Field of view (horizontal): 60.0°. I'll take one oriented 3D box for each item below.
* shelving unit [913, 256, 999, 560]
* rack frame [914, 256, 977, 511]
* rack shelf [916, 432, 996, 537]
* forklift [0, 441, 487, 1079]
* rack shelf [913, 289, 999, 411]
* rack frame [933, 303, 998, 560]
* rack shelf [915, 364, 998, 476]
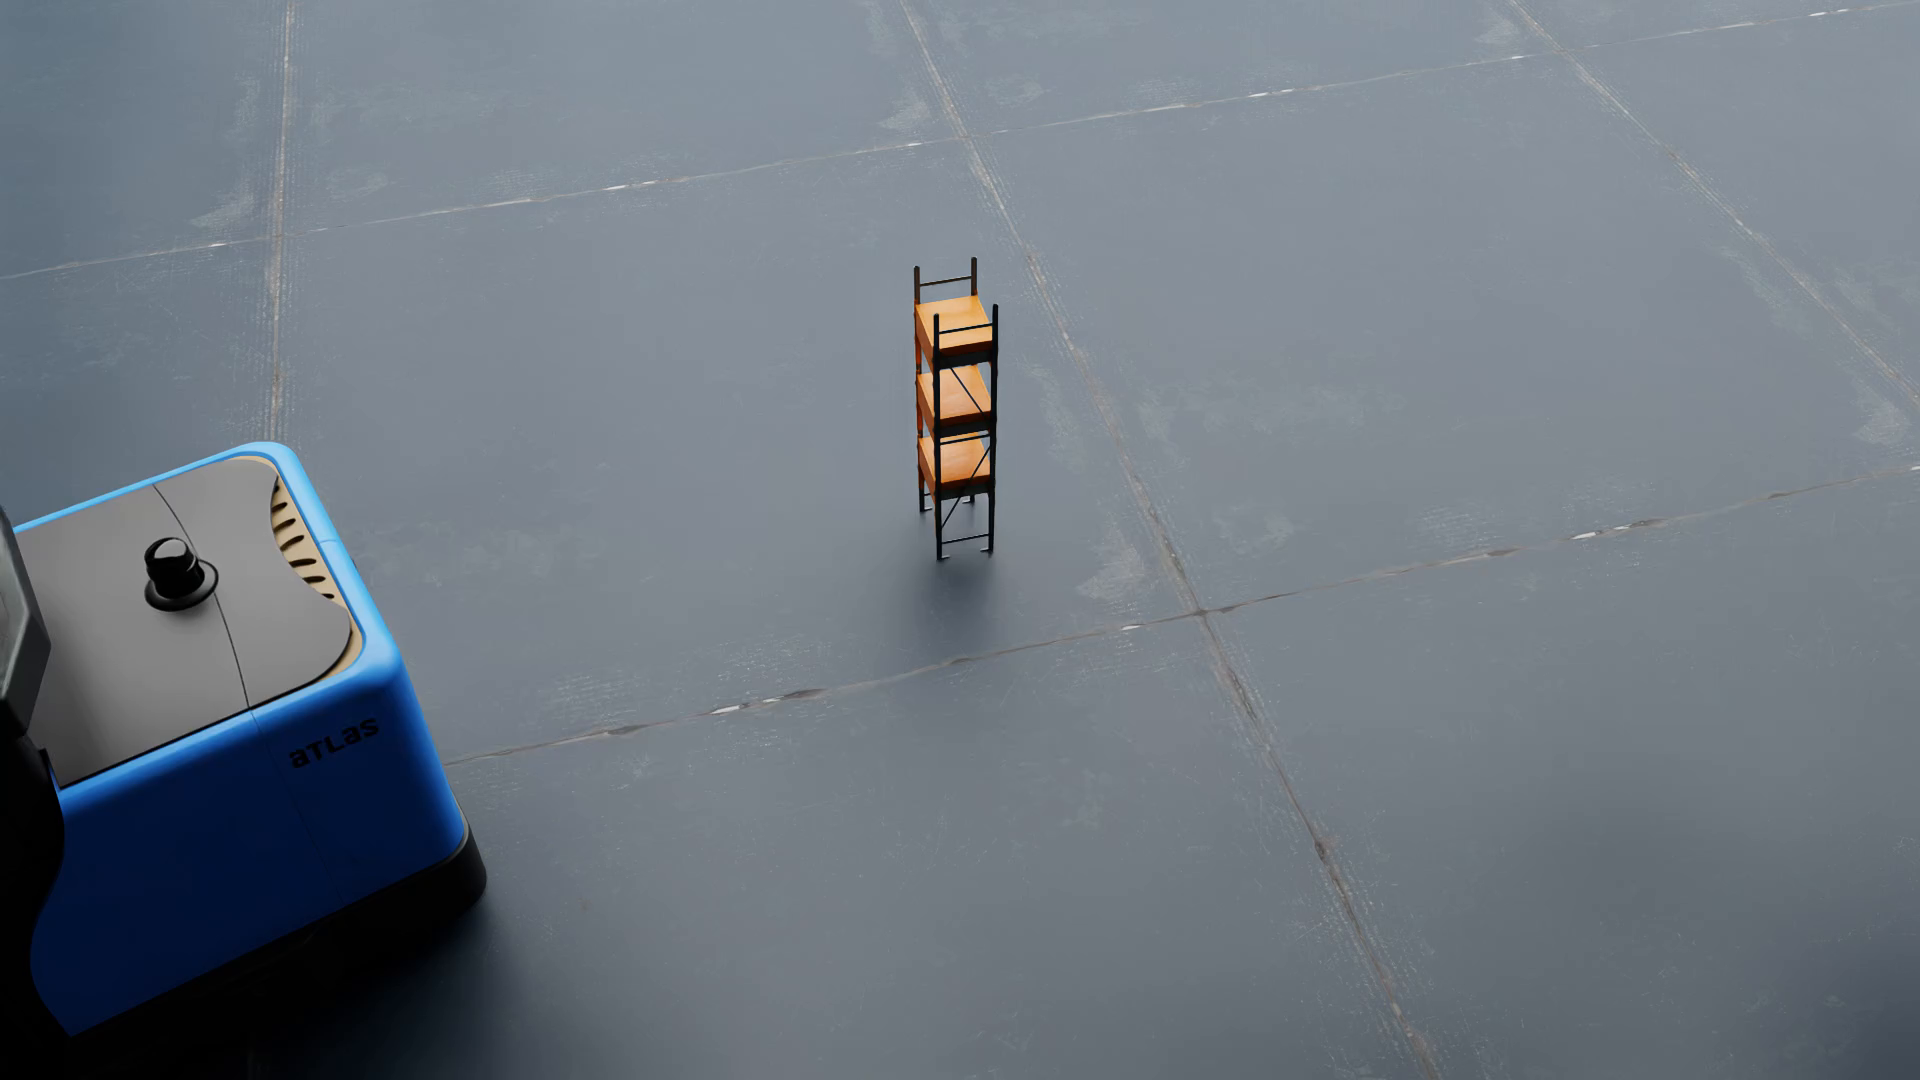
[{"bbox_3d":[-0.014,-0.404,5.411,0.215,1.050,0.252,-11,47,-10],"label":"shelving unit"},{"bbox_3d":[-0.045,-0.489,5.494,0.200,1.050,0.008,-11,47,-10],"label":"rack frame"},{"bbox_3d":[-0.014,-0.202,5.617,0.215,0.259,0.240,-11,47,-10],"label":"rack shelf"},{"bbox_3d":[-2.856,0.288,3.415,3.031,2.935,1.130,-24,50,-22],"label":"forklift"},{"bbox_3d":[-0.014,-0.596,5.216,0.215,0.259,0.240,-11,47,-10],"label":"rack shelf"},{"bbox_3d":[0.018,-0.320,5.329,0.200,1.050,0.008,-11,47,-10],"label":"rack frame"},{"bbox_3d":[-0.014,-0.397,5.419,0.215,0.259,0.240,-11,47,-10],"label":"rack shelf"}]
